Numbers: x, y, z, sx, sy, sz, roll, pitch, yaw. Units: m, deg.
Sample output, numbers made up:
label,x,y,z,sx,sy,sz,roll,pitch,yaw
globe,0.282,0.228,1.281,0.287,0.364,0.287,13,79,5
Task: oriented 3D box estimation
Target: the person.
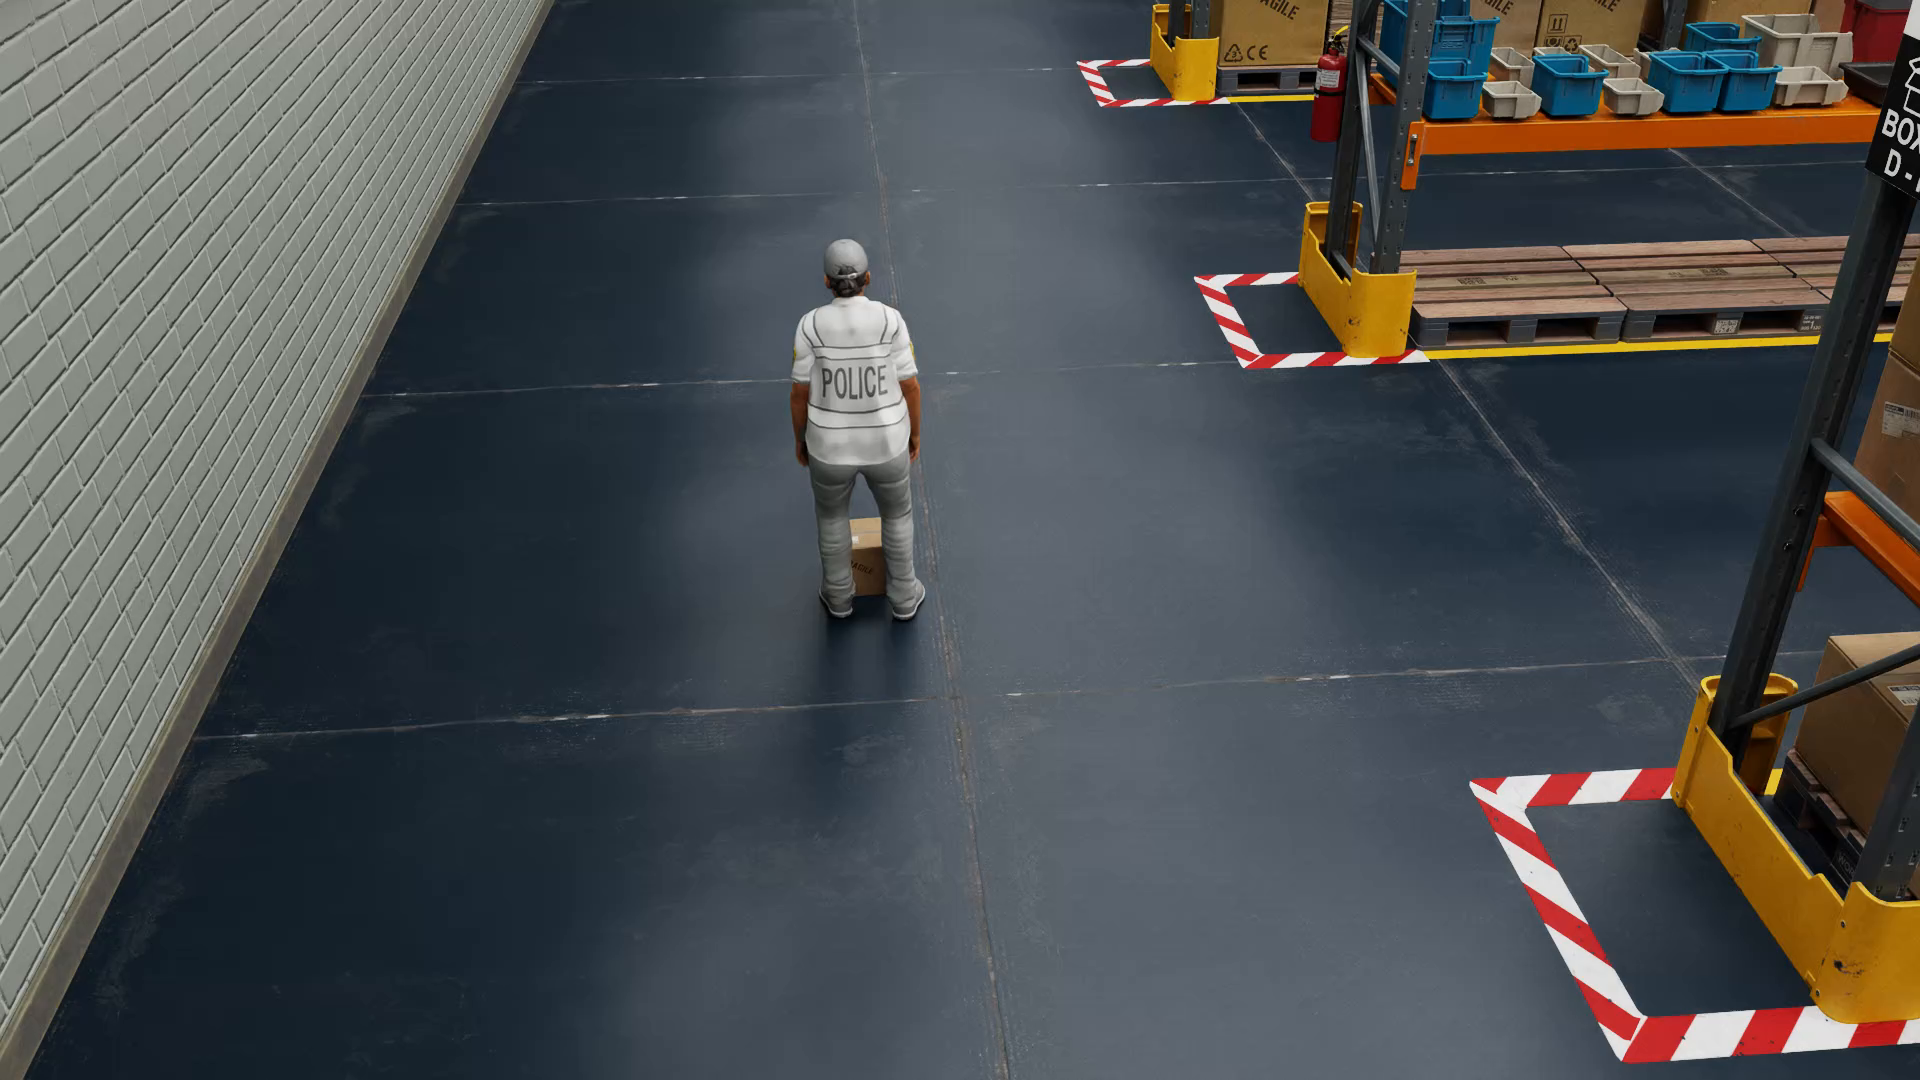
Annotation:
label,x,y,z,sx,sy,sz,roll,pitch,yaw
person,-0.414,-0.414,6.808,0.537,1.666,0.468,-3,31,-4
